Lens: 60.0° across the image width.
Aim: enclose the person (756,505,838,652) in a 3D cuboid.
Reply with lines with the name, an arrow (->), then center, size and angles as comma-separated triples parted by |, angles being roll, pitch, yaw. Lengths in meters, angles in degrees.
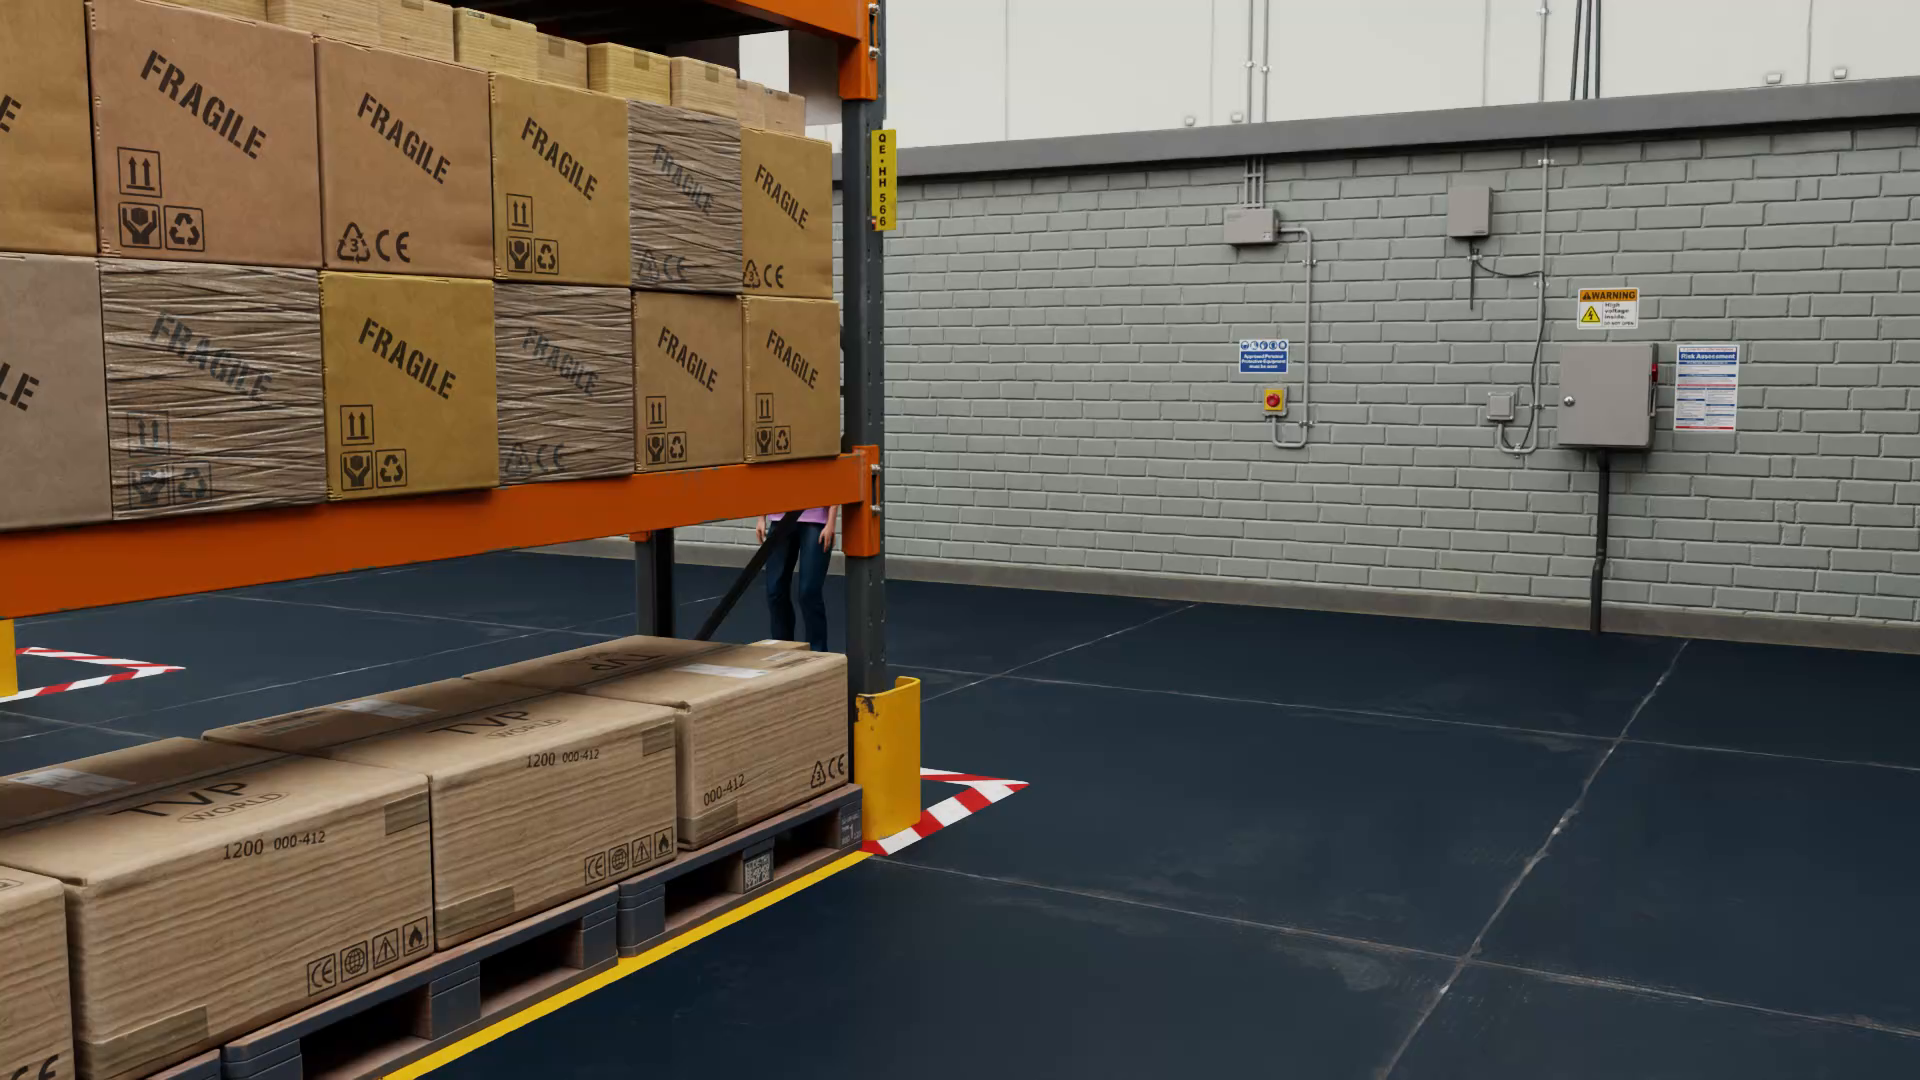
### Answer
person -> -0.792, -0.060, 8.132 | 0.465, 1.592, 0.365 | 3, 7, 28
